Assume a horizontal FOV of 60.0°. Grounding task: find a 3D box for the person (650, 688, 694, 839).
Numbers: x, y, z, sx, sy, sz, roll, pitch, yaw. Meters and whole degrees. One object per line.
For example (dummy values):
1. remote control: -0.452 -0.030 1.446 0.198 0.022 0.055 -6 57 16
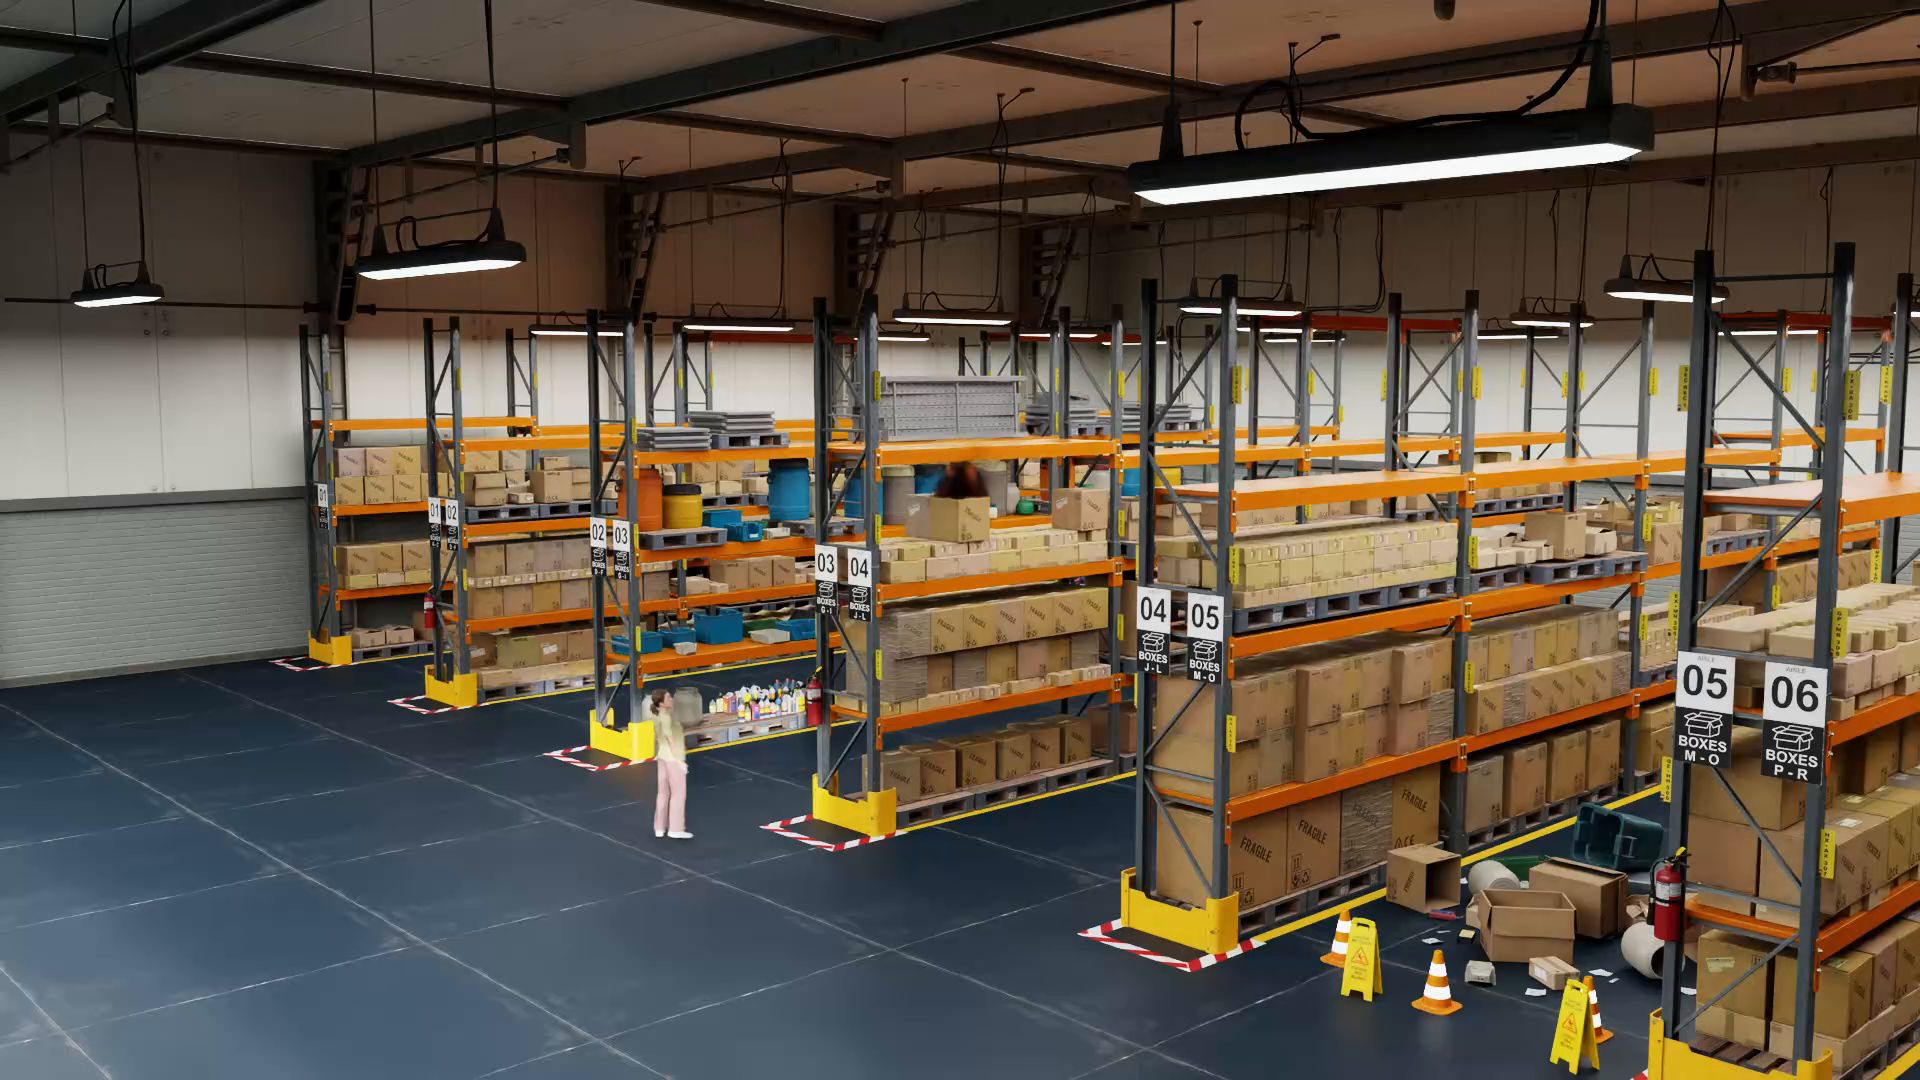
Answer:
1. person: -3.196 2.496 18.450 0.401 1.674 0.537 -5 7 -38
